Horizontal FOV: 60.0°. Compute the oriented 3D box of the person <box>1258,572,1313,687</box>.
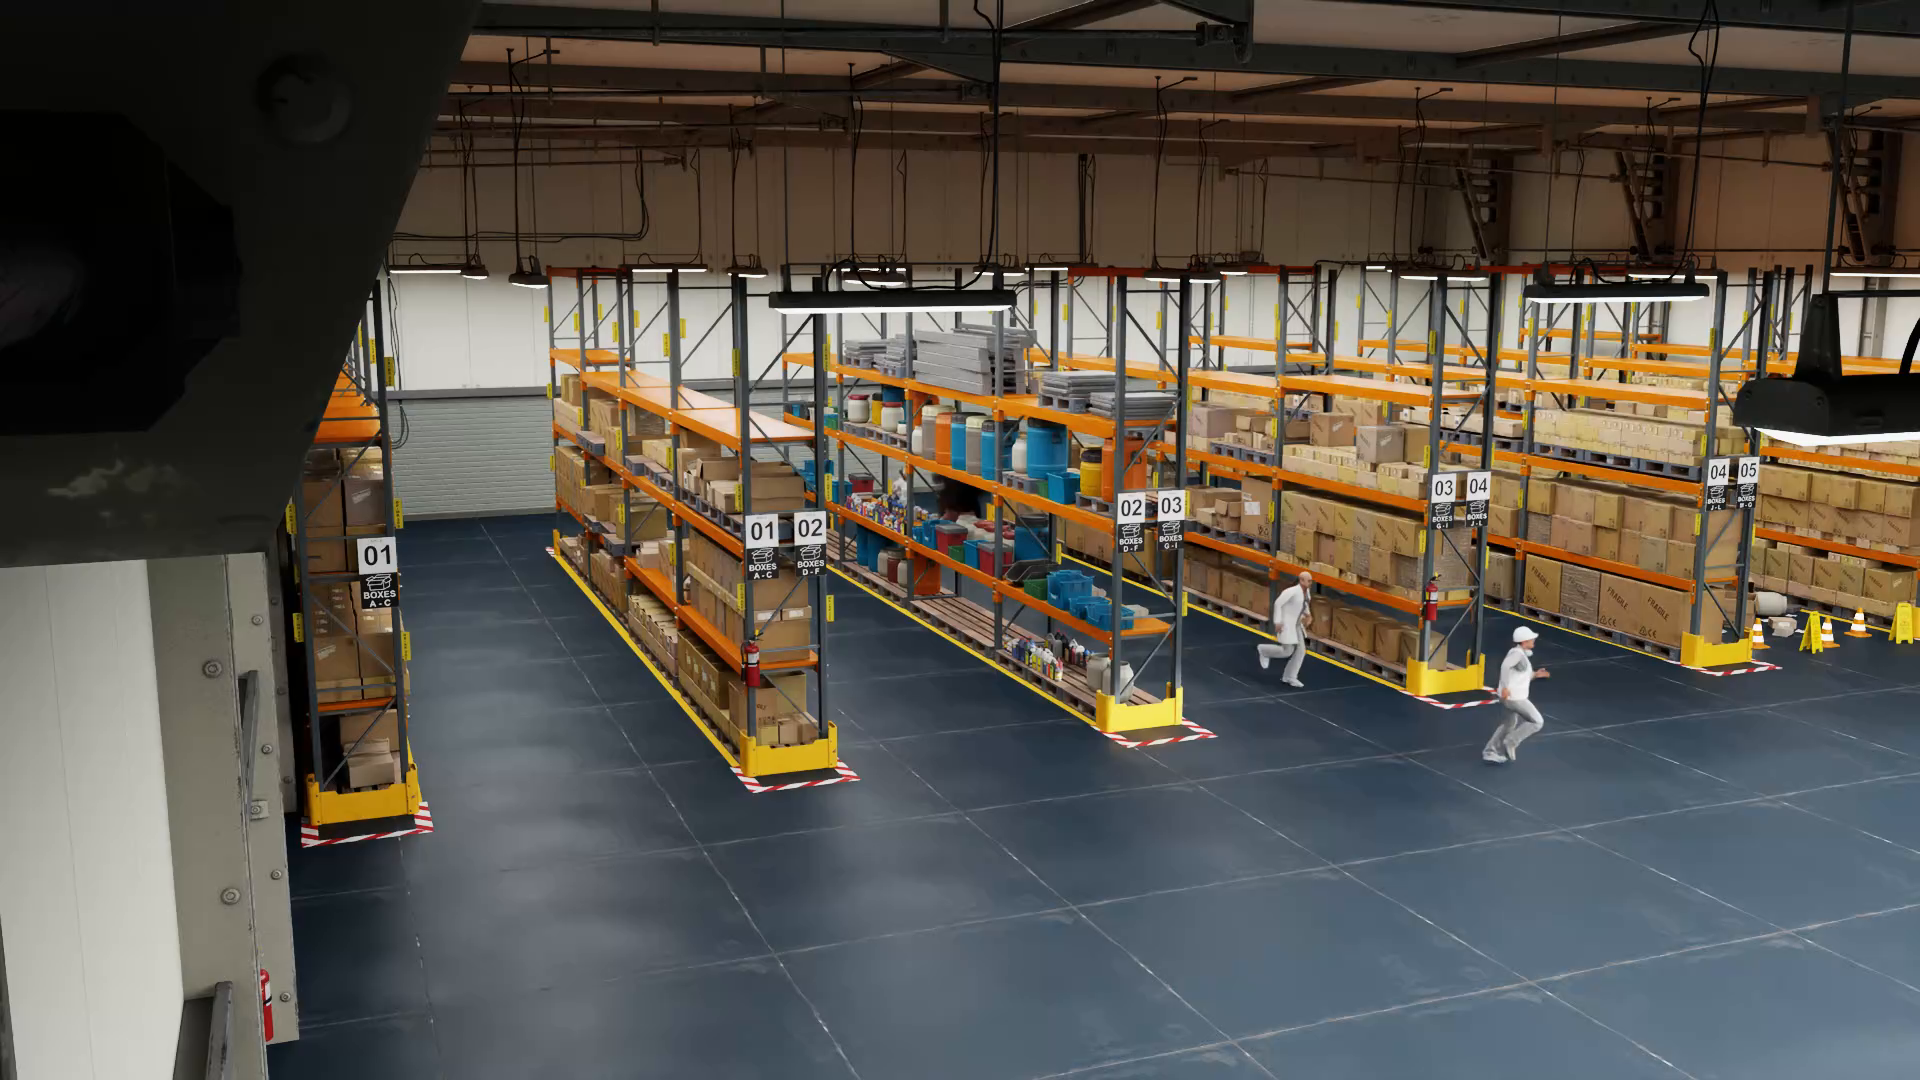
[{"bbox_3d":[4.804,1.272,24.540,0.856,1.719,0.707,8,13,38],"label":"person"}]

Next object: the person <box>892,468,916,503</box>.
[{"bbox_3d":[-1.208,-0.788,36.444,0.537,1.641,0.623,-7,12,-37],"label":"person"}]

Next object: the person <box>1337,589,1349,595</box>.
[{"bbox_3d":[7.046,0.100,30.967,0.653,1.728,0.912,-4,11,-21],"label":"person"}]

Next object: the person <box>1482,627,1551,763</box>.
[{"bbox_3d":[6.883,1.922,20.529,0.766,1.723,0.690,2,10,11],"label":"person"}]
